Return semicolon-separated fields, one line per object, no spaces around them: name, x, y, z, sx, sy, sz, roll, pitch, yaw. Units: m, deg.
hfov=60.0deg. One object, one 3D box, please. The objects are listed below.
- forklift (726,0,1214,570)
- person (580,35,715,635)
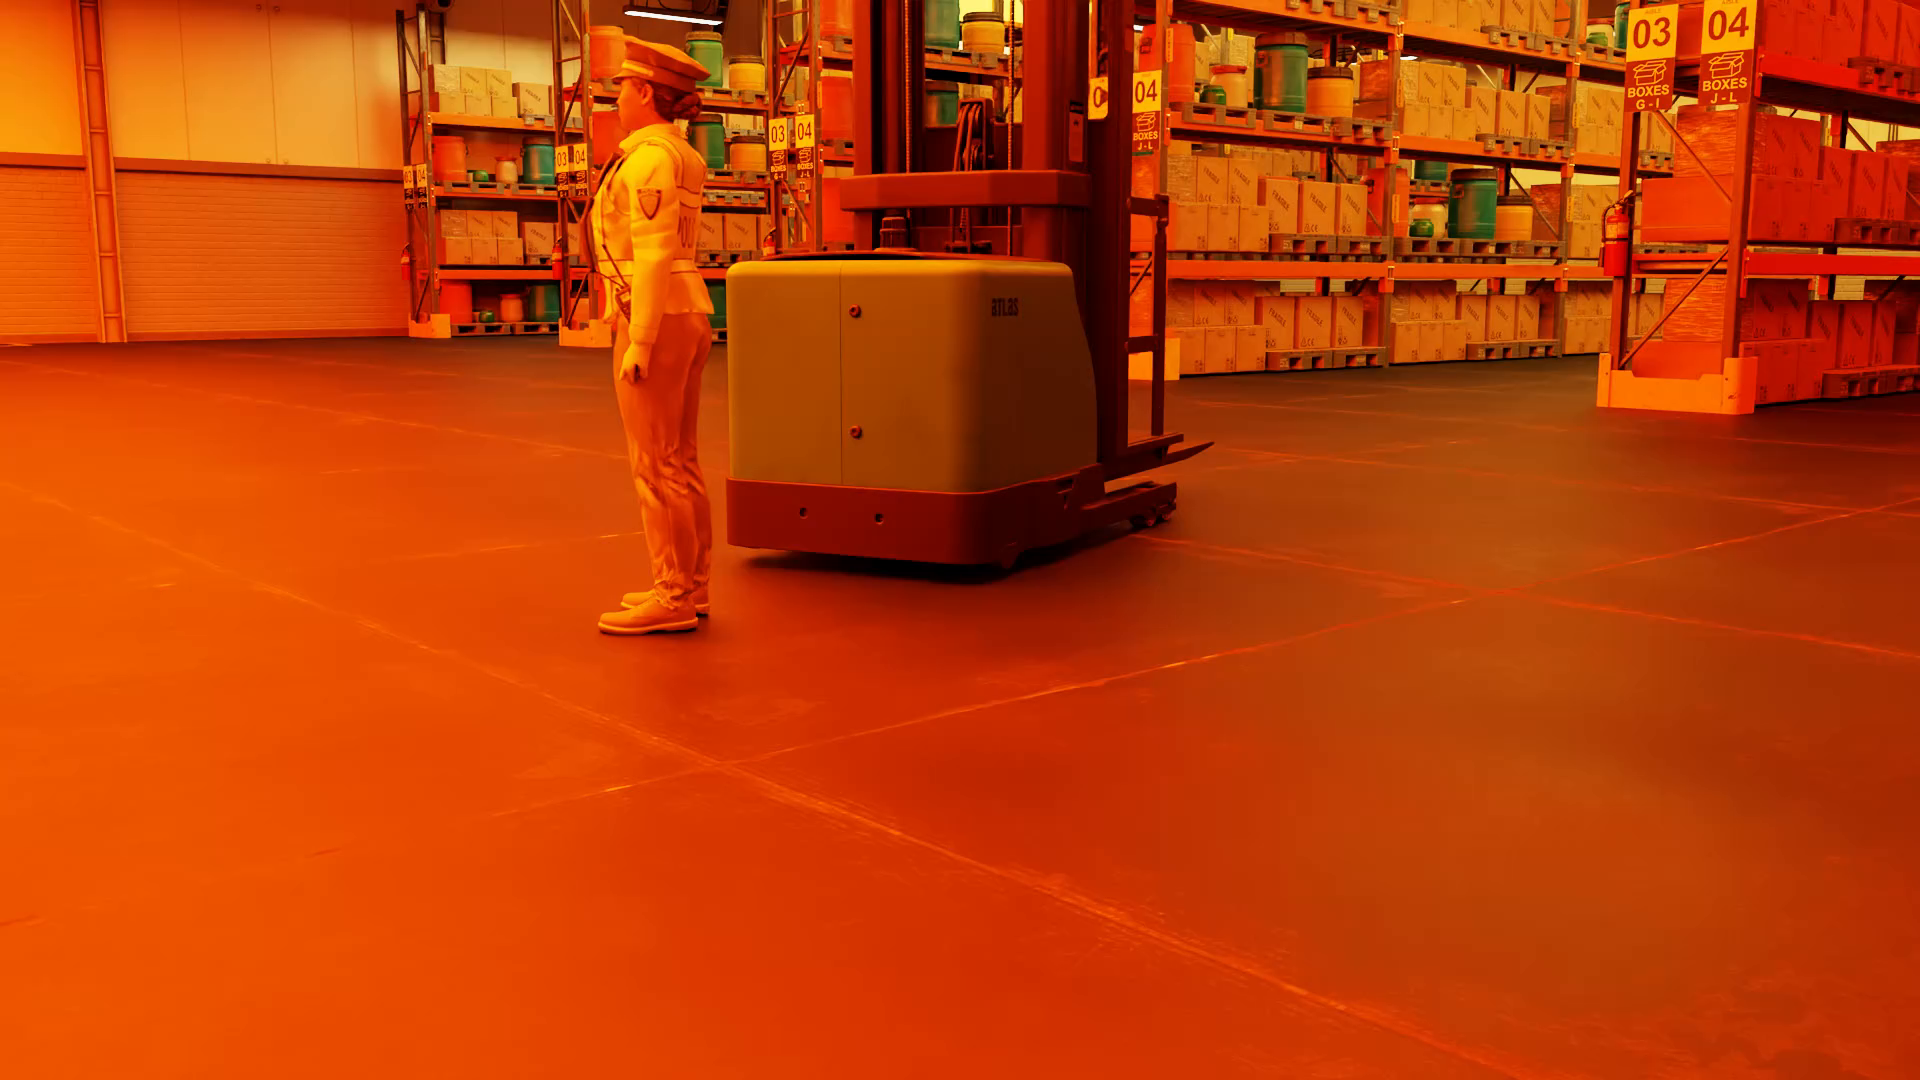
forklift;0.275;-1.531;6.852;1.130;2.935;3.031;4;10;26
person;-0.880;-0.586;4.808;0.344;1.693;0.462;0;9;3
